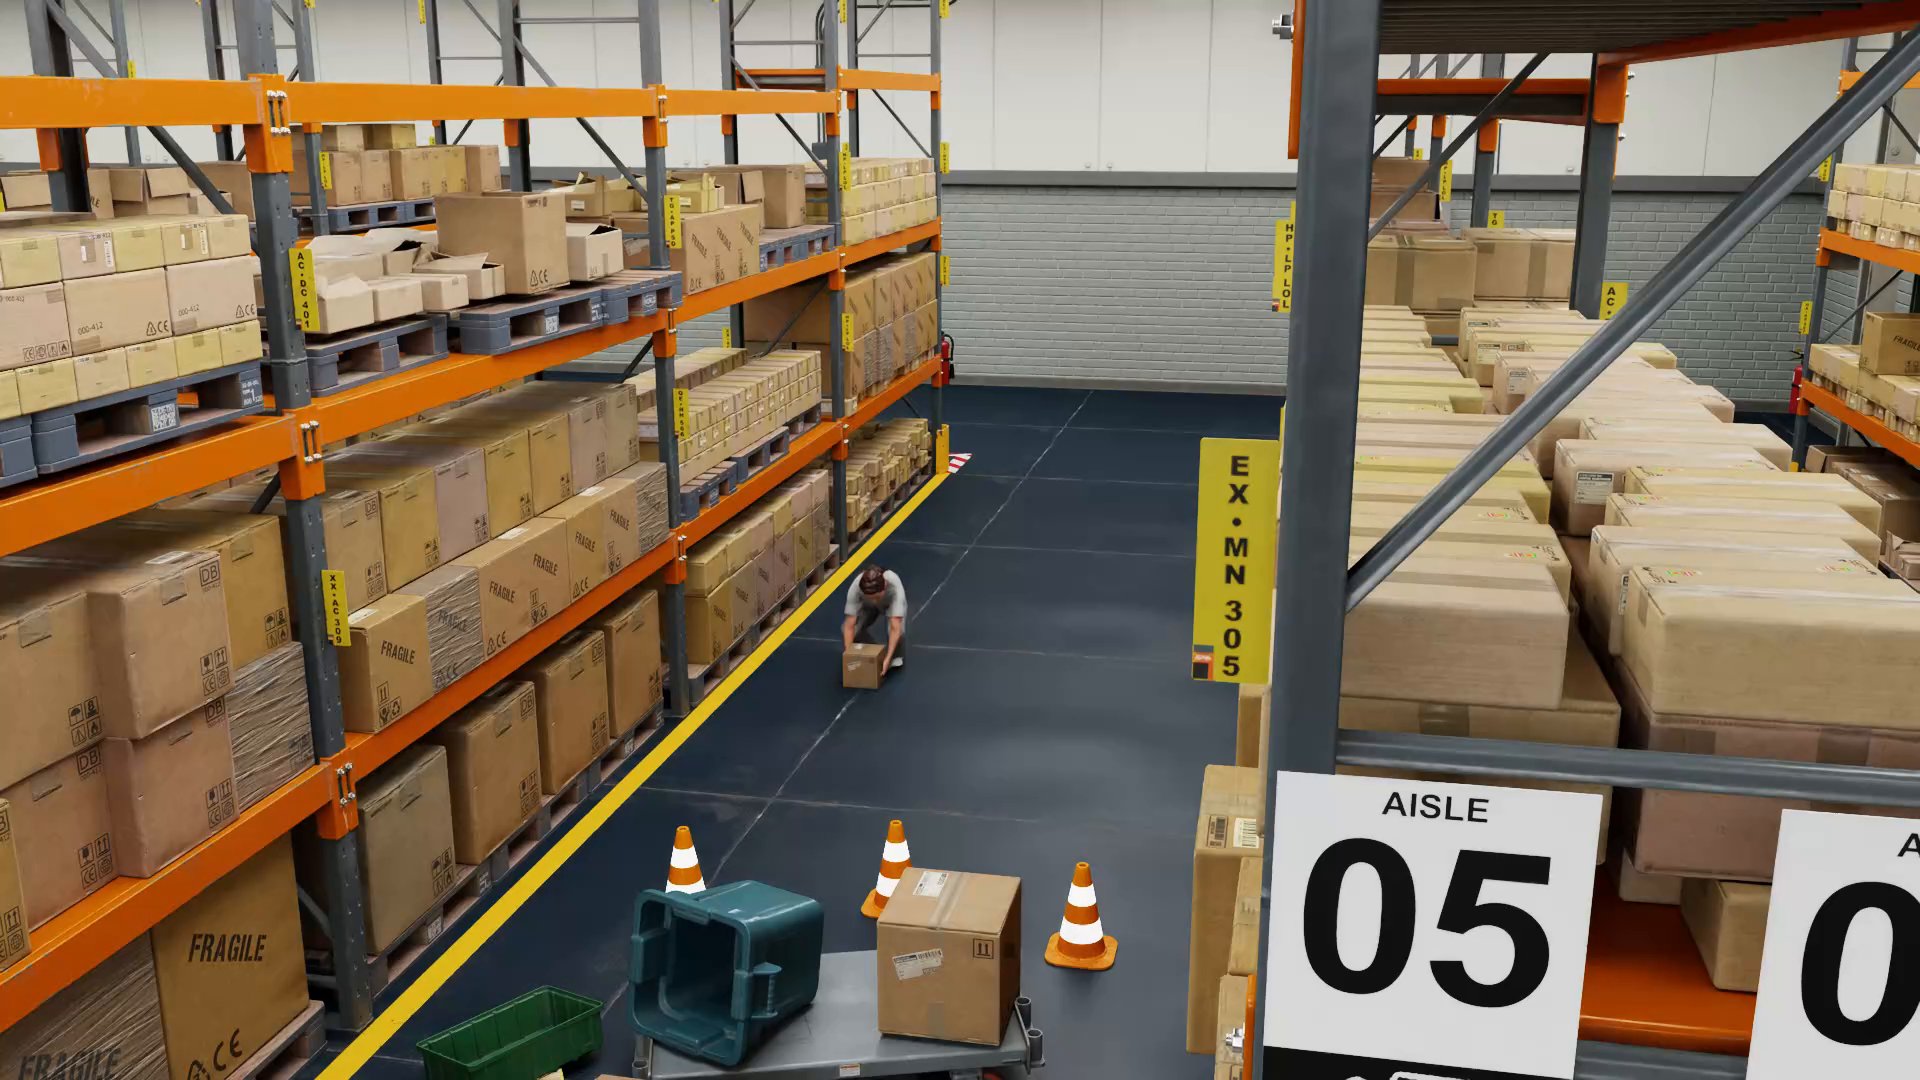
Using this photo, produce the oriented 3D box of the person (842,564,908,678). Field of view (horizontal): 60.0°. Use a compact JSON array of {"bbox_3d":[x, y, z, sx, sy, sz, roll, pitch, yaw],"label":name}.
[{"bbox_3d":[-0.603,0.537,12.139,0.479,0.833,0.802,3,15,12],"label":"person"}]
